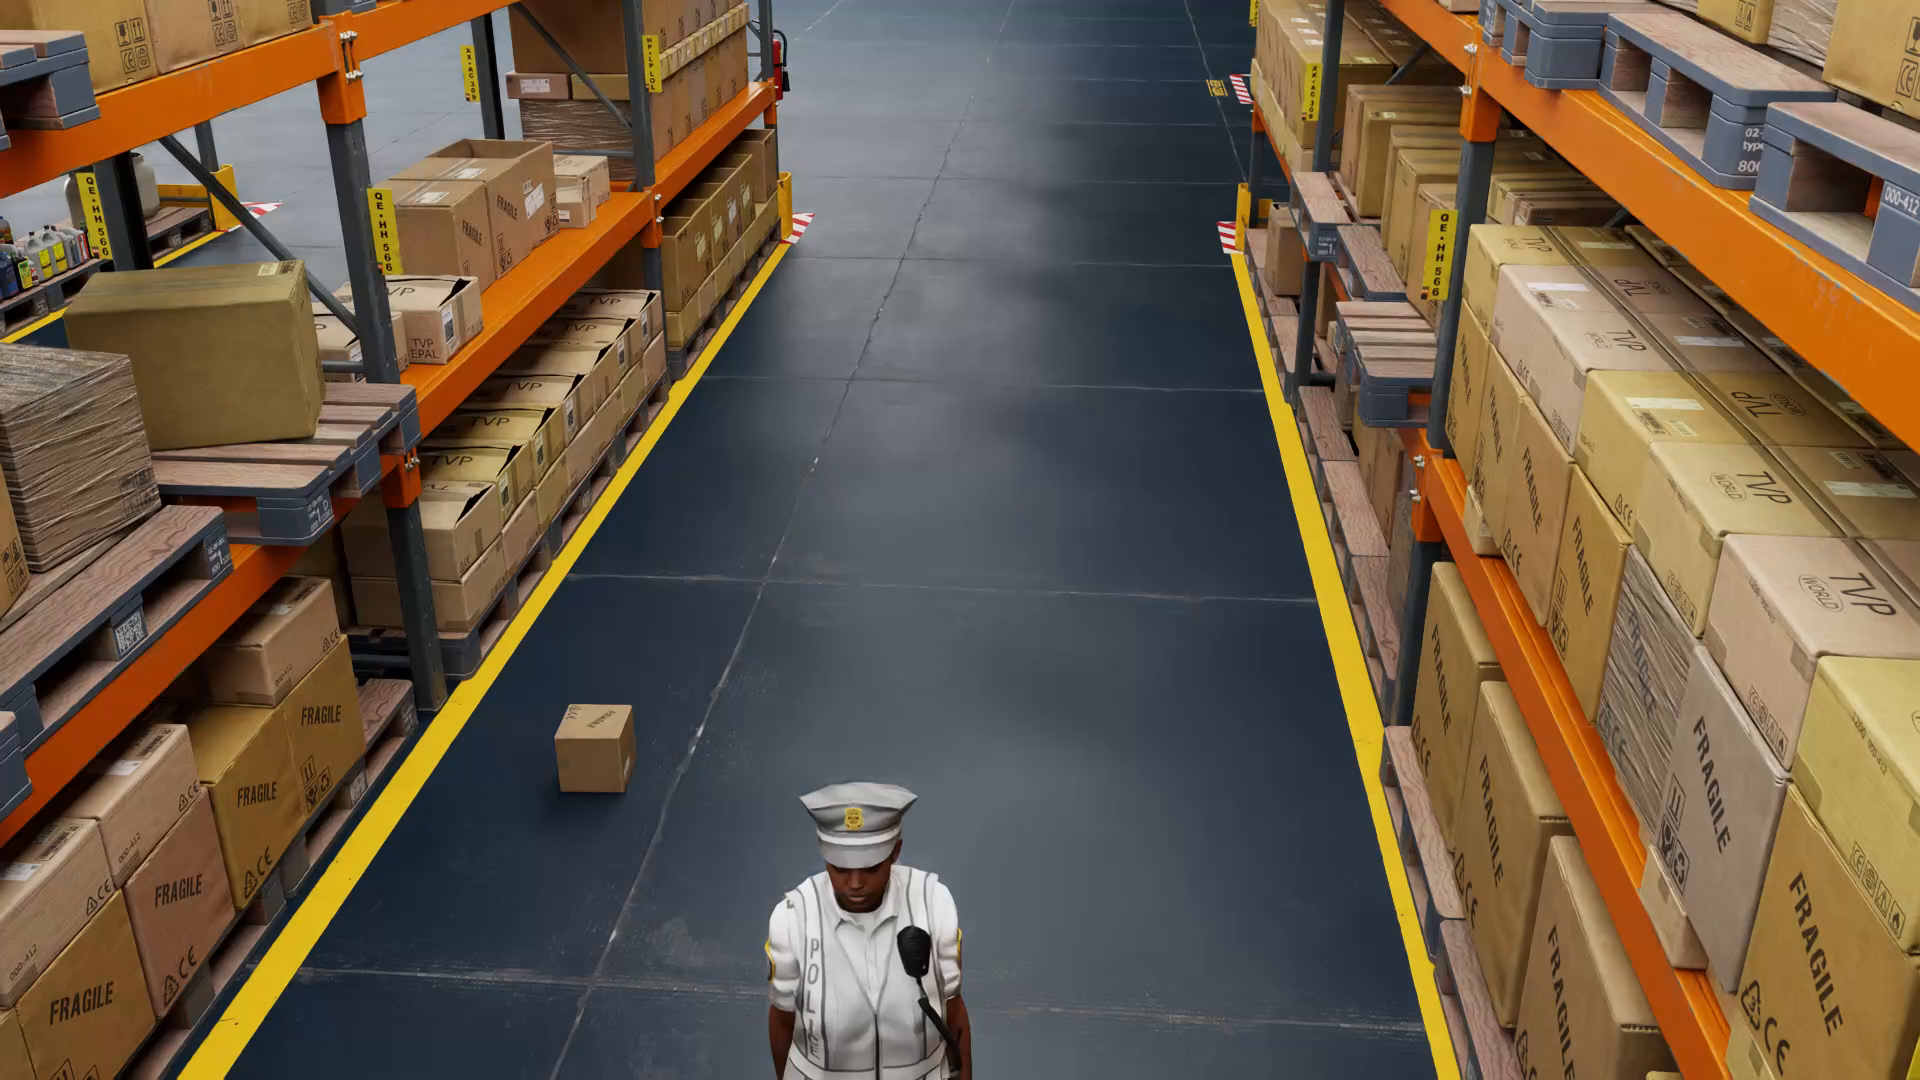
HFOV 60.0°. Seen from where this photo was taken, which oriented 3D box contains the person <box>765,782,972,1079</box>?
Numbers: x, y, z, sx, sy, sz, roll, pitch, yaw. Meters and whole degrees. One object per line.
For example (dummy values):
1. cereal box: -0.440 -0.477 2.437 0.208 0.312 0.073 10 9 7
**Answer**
1. person: -0.199 1.249 3.801 0.454 1.669 0.618 -5 25 -10
